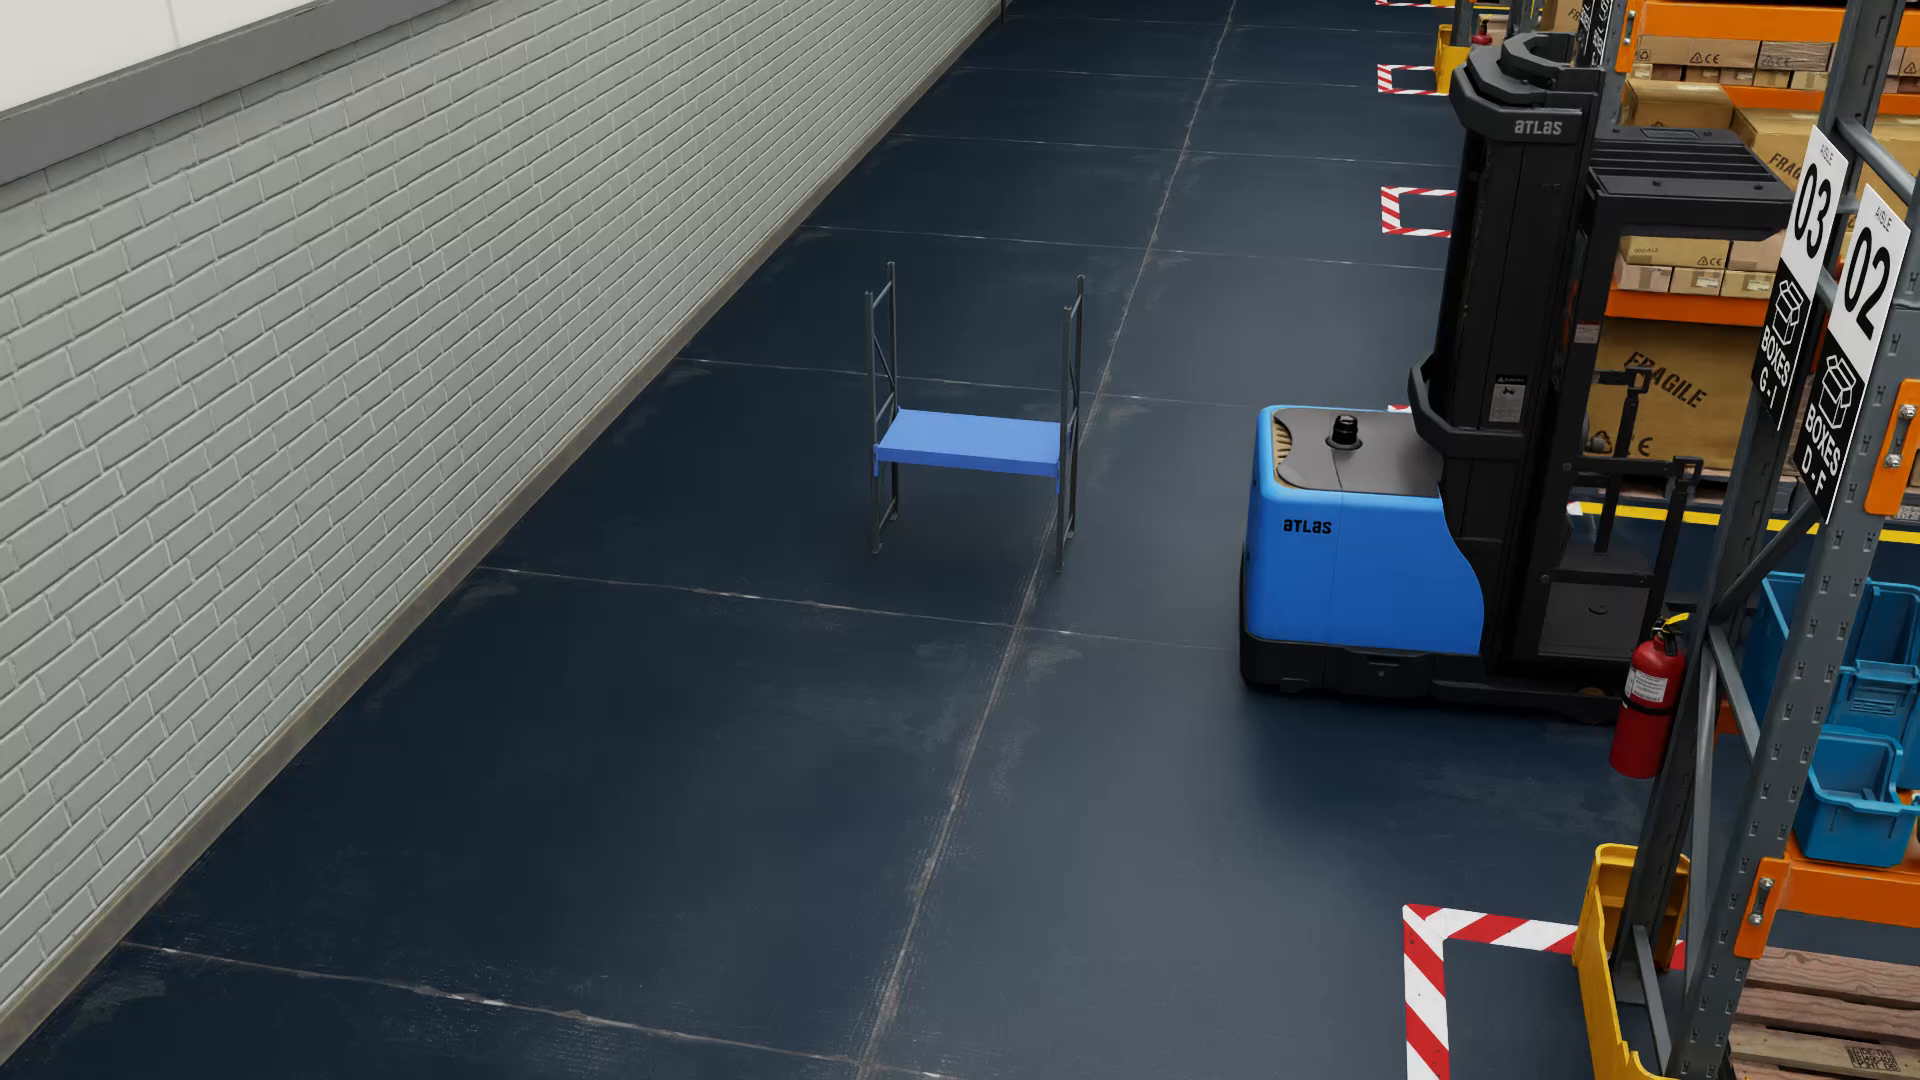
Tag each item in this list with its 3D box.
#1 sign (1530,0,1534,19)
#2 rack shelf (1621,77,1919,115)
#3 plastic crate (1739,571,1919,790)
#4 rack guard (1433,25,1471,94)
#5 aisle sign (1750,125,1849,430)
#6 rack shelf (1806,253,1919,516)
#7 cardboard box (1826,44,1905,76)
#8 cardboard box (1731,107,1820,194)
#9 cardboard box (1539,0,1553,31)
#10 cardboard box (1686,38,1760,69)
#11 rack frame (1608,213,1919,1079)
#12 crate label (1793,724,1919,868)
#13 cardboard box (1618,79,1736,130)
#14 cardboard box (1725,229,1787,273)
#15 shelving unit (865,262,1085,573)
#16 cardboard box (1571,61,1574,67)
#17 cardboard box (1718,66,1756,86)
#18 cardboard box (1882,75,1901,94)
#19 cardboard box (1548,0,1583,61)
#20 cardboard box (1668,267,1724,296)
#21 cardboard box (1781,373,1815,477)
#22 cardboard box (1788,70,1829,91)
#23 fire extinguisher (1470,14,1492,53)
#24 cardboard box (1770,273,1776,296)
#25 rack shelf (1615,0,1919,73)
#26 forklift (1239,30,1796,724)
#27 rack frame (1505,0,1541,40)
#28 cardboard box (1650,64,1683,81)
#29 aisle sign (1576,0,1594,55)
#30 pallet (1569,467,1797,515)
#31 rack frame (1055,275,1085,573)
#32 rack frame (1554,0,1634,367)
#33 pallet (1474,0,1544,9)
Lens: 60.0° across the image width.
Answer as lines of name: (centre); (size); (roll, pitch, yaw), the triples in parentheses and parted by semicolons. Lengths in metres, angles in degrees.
sign: (4.478, -4.241, 12.972); (0.005, 0.325, 0.100); (6, 29, 11)
rack shelf: (6.547, -3.600, 13.452); (4.000, 0.370, 1.077); (6, 29, 11)
plastic crate: (2.789, 0.433, 5.237); (0.499, 0.435, 0.616); (6, 29, 11)
rack guard: (5.503, -5.357, 18.515); (0.348, 0.500, 1.175); (6, 29, 11)
aisle sign: (2.413, -0.756, 4.801); (0.004, 0.787, 0.394); (6, 29, 11)
rack shelf: (4.378, -0.271, 4.247); (4.000, 0.370, 1.077); (6, 29, 11)
cardboard box: (6.977, -3.909, 12.852); (0.500, 0.500, 0.500); (6, 29, 10)
cardboard box: (4.359, -1.966, 8.783); (0.500, 0.500, 0.500); (5, 29, 9)
cardboard box: (5.085, -4.367, 13.689); (0.500, 0.500, 0.500); (6, 29, 12)
cardboard box: (5.978, -4.019, 13.054); (0.500, 0.500, 0.500); (6, 29, 11)
rack frame: (2.422, 0.529, 5.161); (0.127, 3.000, 1.000); (6, 29, 11)
crate label: (2.595, 0.755, 4.859); (0.303, 0.233, 0.416); (6, 29, 11)
cardboard box: (3.988, -2.265, 9.330); (0.500, 0.500, 0.500); (6, 29, 11)
cardboard box: (4.380, -1.638, 8.965); (0.500, 0.250, 0.500); (6, 29, 10)
shelving unit: (0.083, -0.649, 8.874); (1.048, 1.500, 0.538); (6, 29, 11)
cardboard box: (4.840, -3.820, 13.365); (0.250, 0.149, 0.380); (6, 29, 10)
cardboard box: (6.127, -3.723, 13.189); (0.250, 0.149, 0.380); (5, 29, 10)
cardboard box: (7.133, -3.604, 12.971); (0.250, 0.149, 0.380); (5, 29, 8)
cardboard box: (4.973, -4.116, 13.231); (0.500, 0.500, 0.500); (7, 30, 13)
cardboard box: (3.986, -1.471, 9.076); (0.250, 0.149, 0.380); (5, 29, 10)
cardboard box: (4.989, -0.932, 9.603); (0.875, 0.875, 0.875); (6, 29, 11)
cardboard box: (6.631, -3.647, 13.049); (0.250, 0.149, 0.380); (6, 29, 12)
fire extinguisher: (4.441, -4.161, 14.196); (0.183, 0.674, 0.296); (6, 29, 11)
cardboard box: (4.492, -1.420, 8.982); (0.250, 0.149, 0.380); (5, 29, 10)
rack shelf: (5.413, -2.597, 8.495); (4.000, 0.370, 1.077); (6, 29, 11)
forklift: (2.901, -0.696, 7.469); (3.031, 2.935, 1.130); (4, 29, 7)
rack frame: (4.591, -4.116, 13.645); (0.127, 3.000, 1.000); (6, 29, 11)
cardboard box: (5.631, -3.800, 13.329); (0.250, 0.149, 0.380); (7, 30, 13)
aisle sign: (3.449, -3.086, 9.056); (0.004, 0.787, 0.394); (6, 29, 11)
pallet: (4.255, -0.531, 10.000); (1.213, 0.211, 1.003); (6, 29, 11)
rack frame: (0.581, -0.598, 8.781); (0.032, 1.500, 0.500); (6, 29, 11)
rack frame: (3.457, -1.797, 9.409); (0.127, 3.000, 1.000); (6, 29, 11)
pallet: (7.413, -7.472, 22.679); (1.213, 0.211, 1.003); (6, 29, 11)
